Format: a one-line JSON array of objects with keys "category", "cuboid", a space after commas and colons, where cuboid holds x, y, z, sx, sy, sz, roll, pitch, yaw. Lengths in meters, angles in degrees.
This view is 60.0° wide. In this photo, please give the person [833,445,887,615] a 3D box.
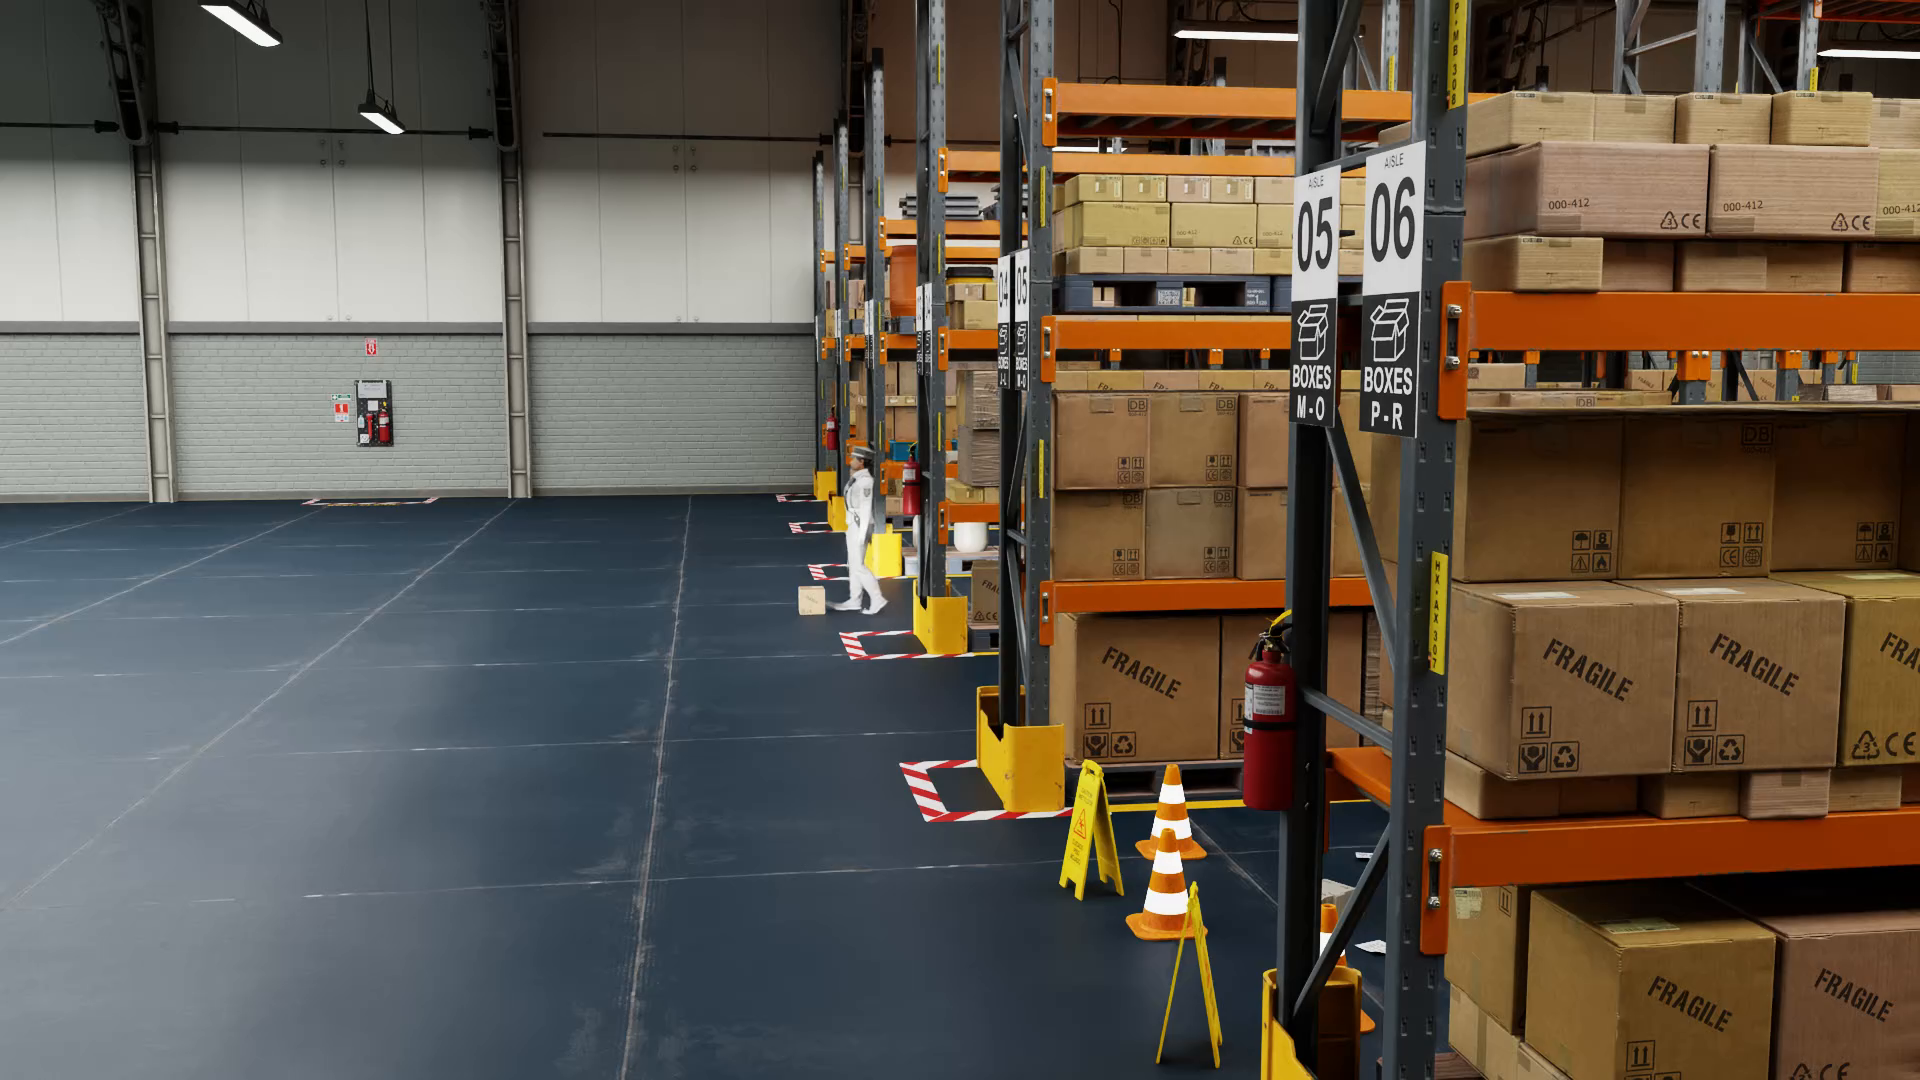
[{"category": "person", "cuboid": [-1.015, -0.107, 16.723, 0.523, 1.705, 0.503, -1, 7, -9]}]
